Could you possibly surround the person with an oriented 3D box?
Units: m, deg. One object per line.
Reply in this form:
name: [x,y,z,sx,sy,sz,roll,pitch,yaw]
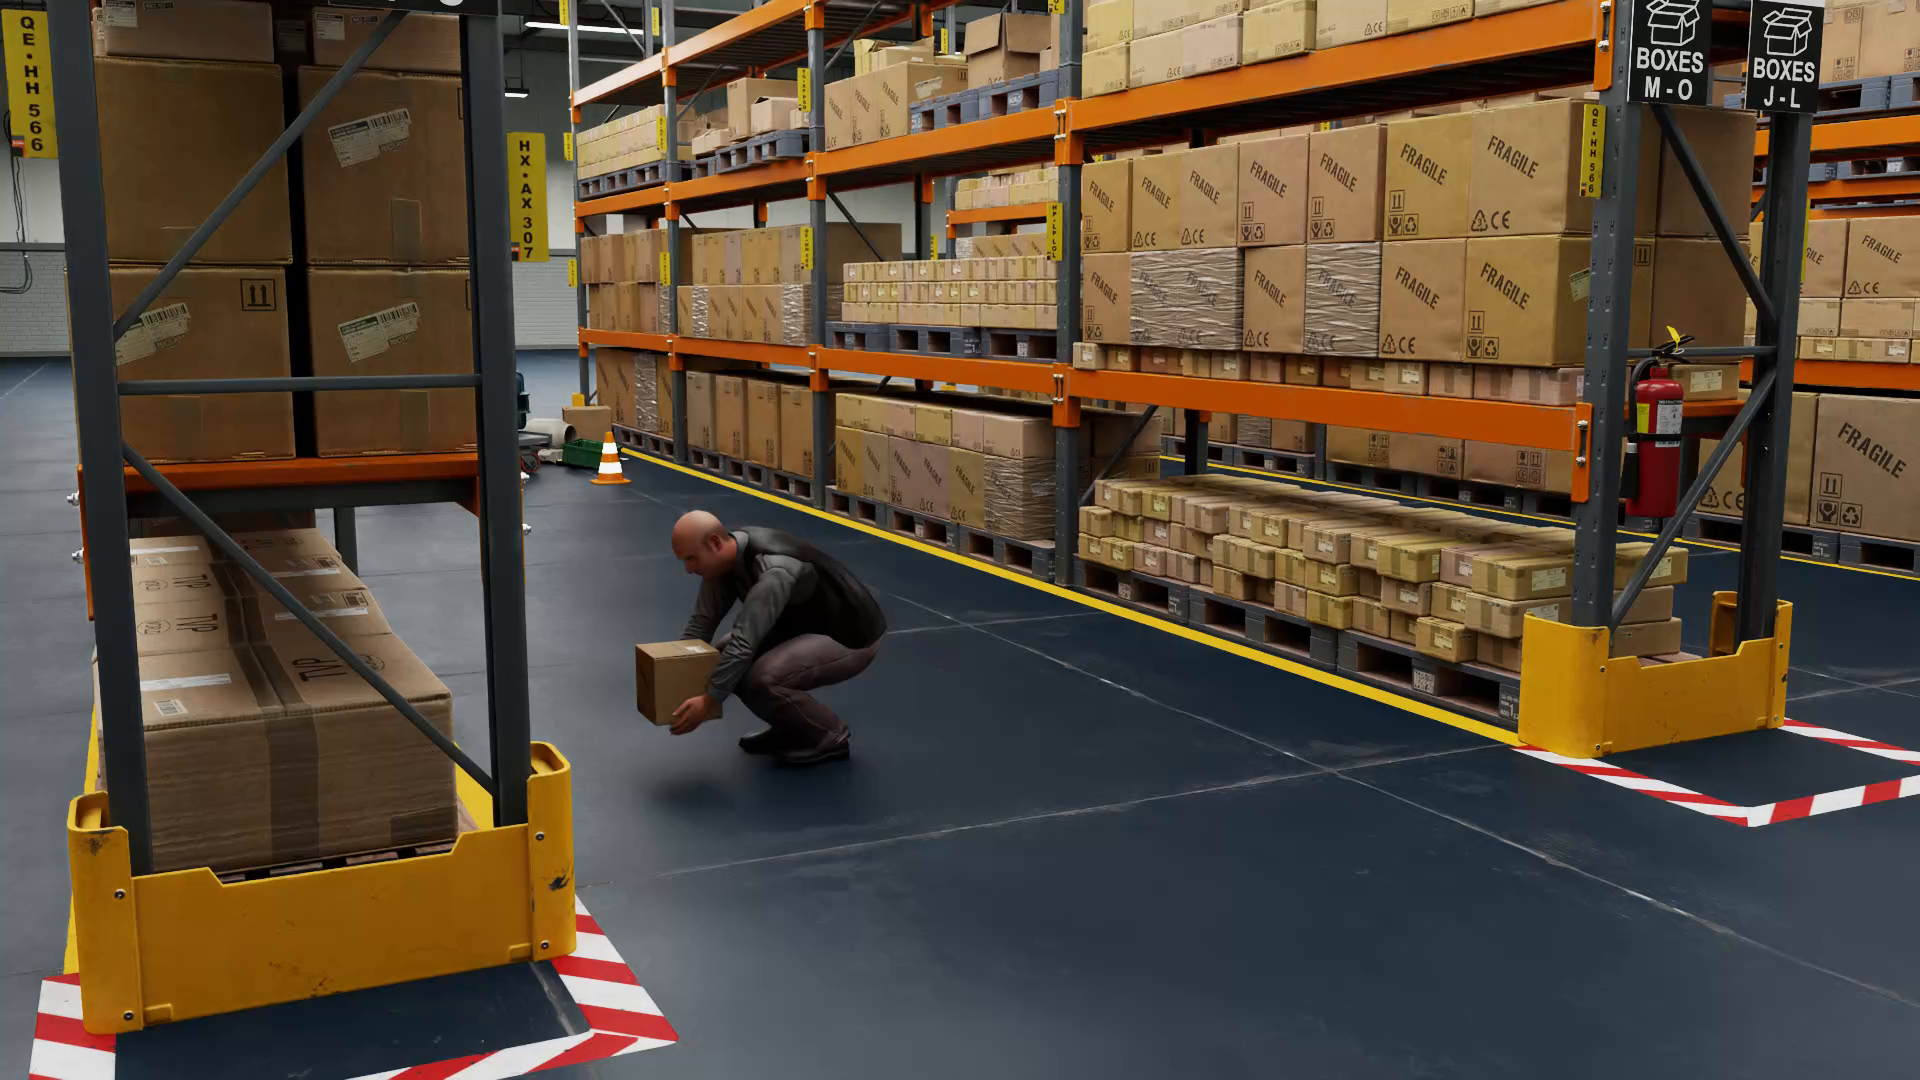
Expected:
person: [-0.706,0.386,6.196,0.874,0.886,0.531,-4,9,-26]
